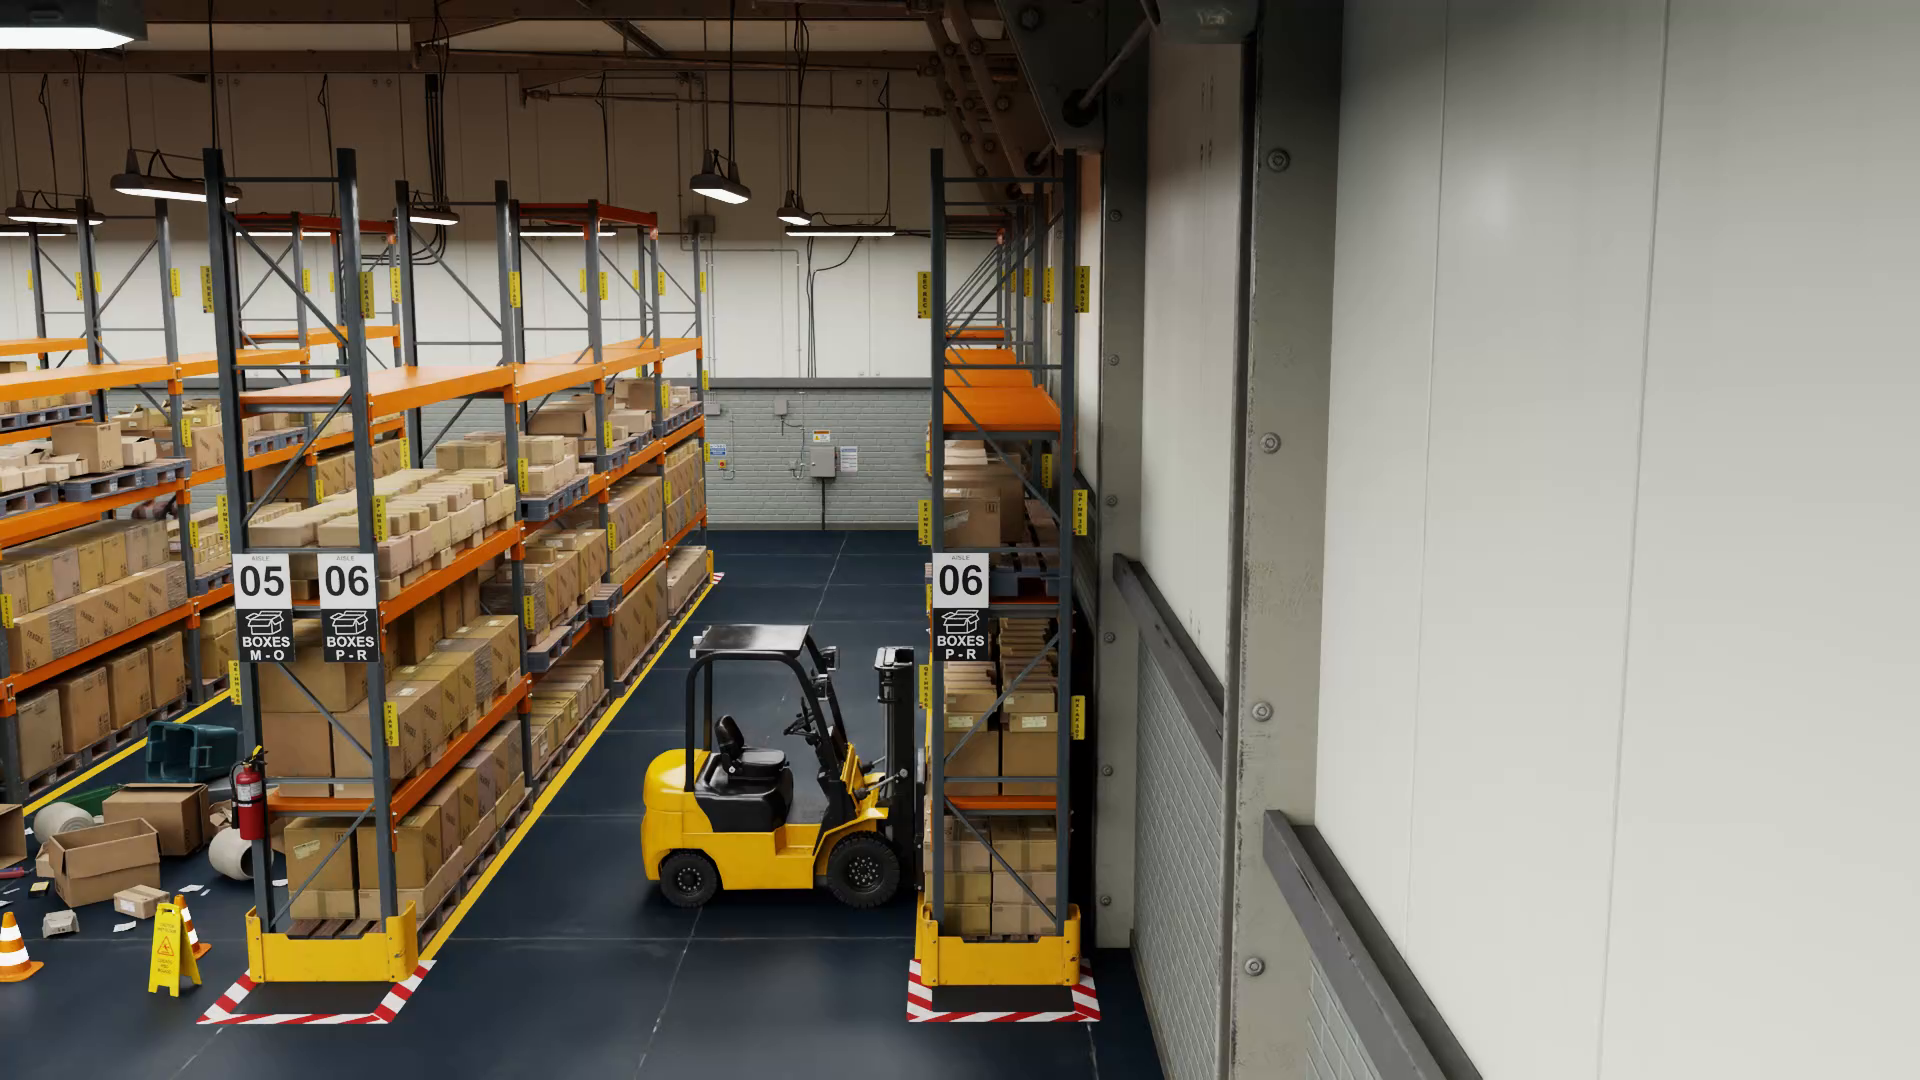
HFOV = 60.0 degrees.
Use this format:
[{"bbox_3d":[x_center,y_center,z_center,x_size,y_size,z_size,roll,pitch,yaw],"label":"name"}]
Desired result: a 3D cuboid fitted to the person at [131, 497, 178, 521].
[{"bbox_3d":[-12.932,0.024,26.724,0.729,1.731,1.050,-1,9,-5],"label":"person"}]
